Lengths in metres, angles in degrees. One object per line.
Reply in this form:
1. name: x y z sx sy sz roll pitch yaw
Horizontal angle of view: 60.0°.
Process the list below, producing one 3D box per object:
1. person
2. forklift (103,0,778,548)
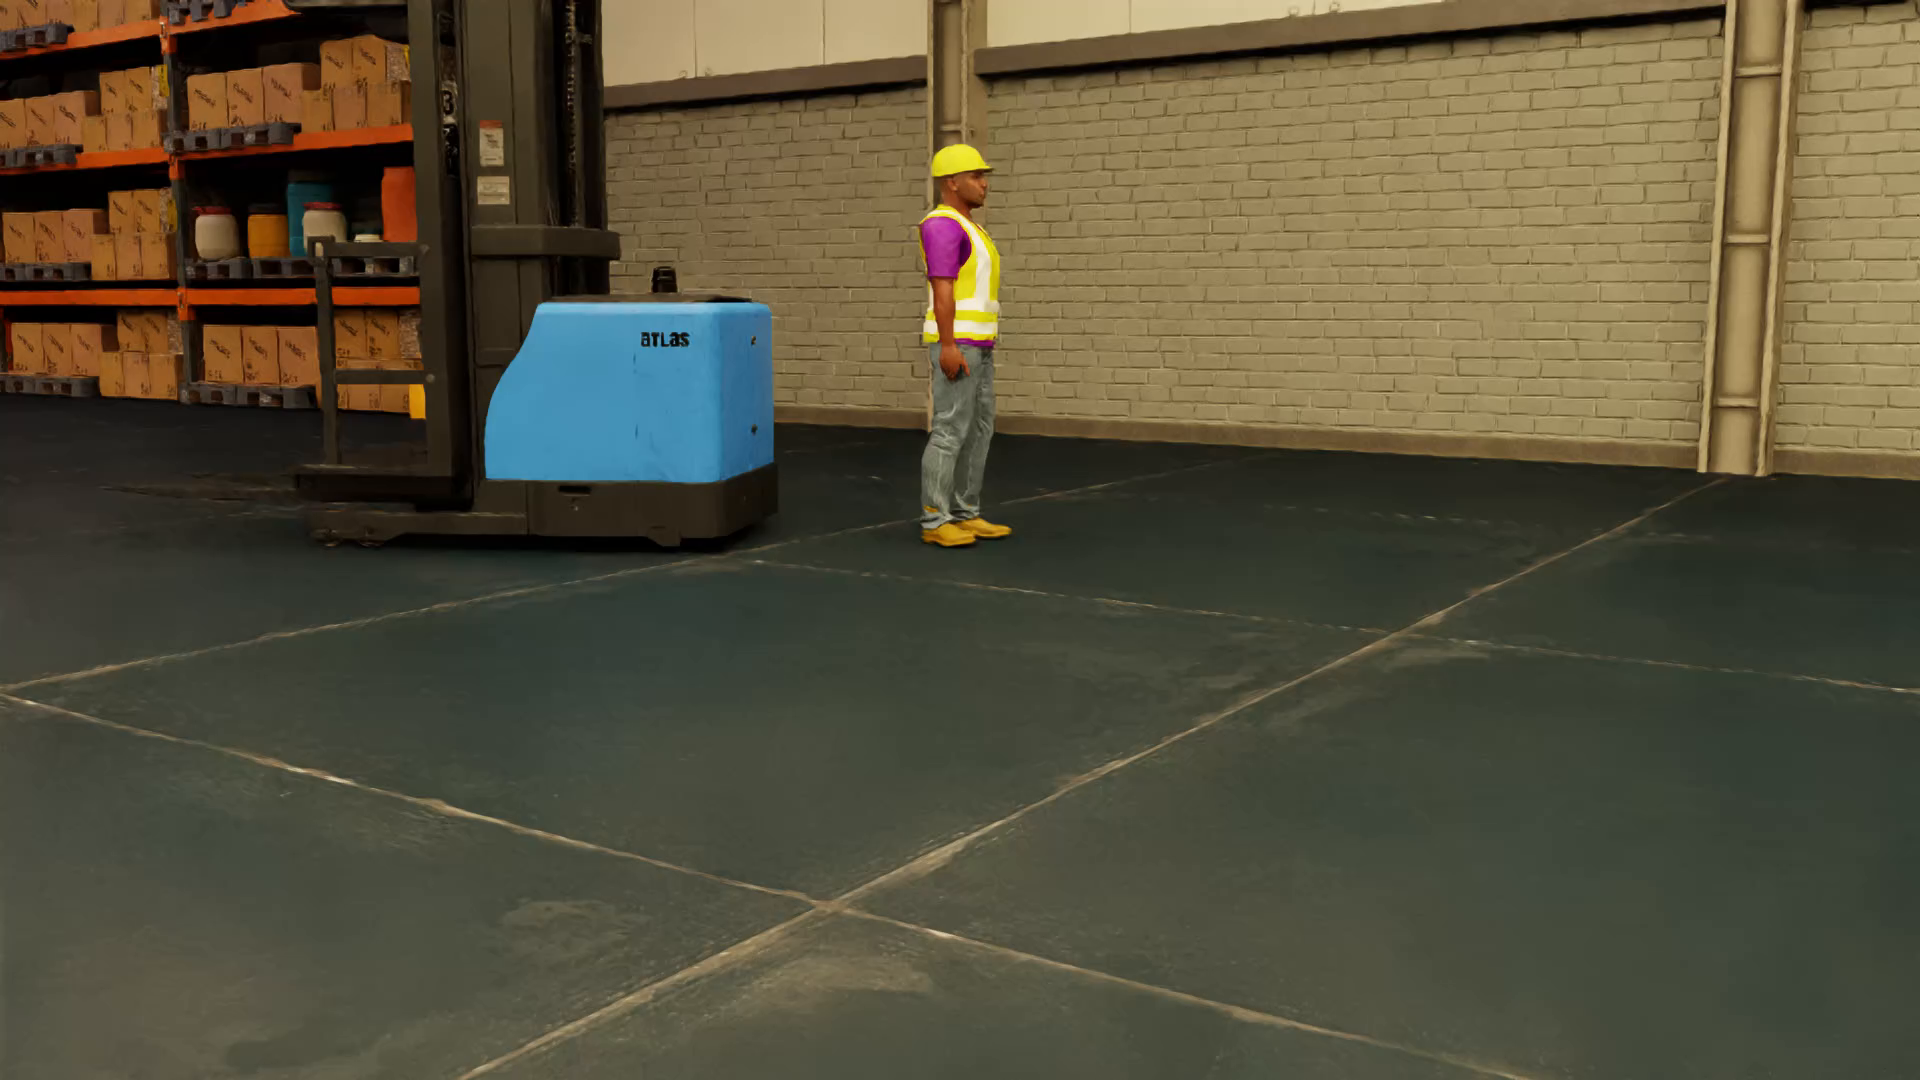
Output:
1. person: 0.027 -0.875 7.485 0.412 1.767 0.568 1 8 9
2. forklift: -2.446 -1.490 7.668 3.031 2.935 1.130 1 8 8
